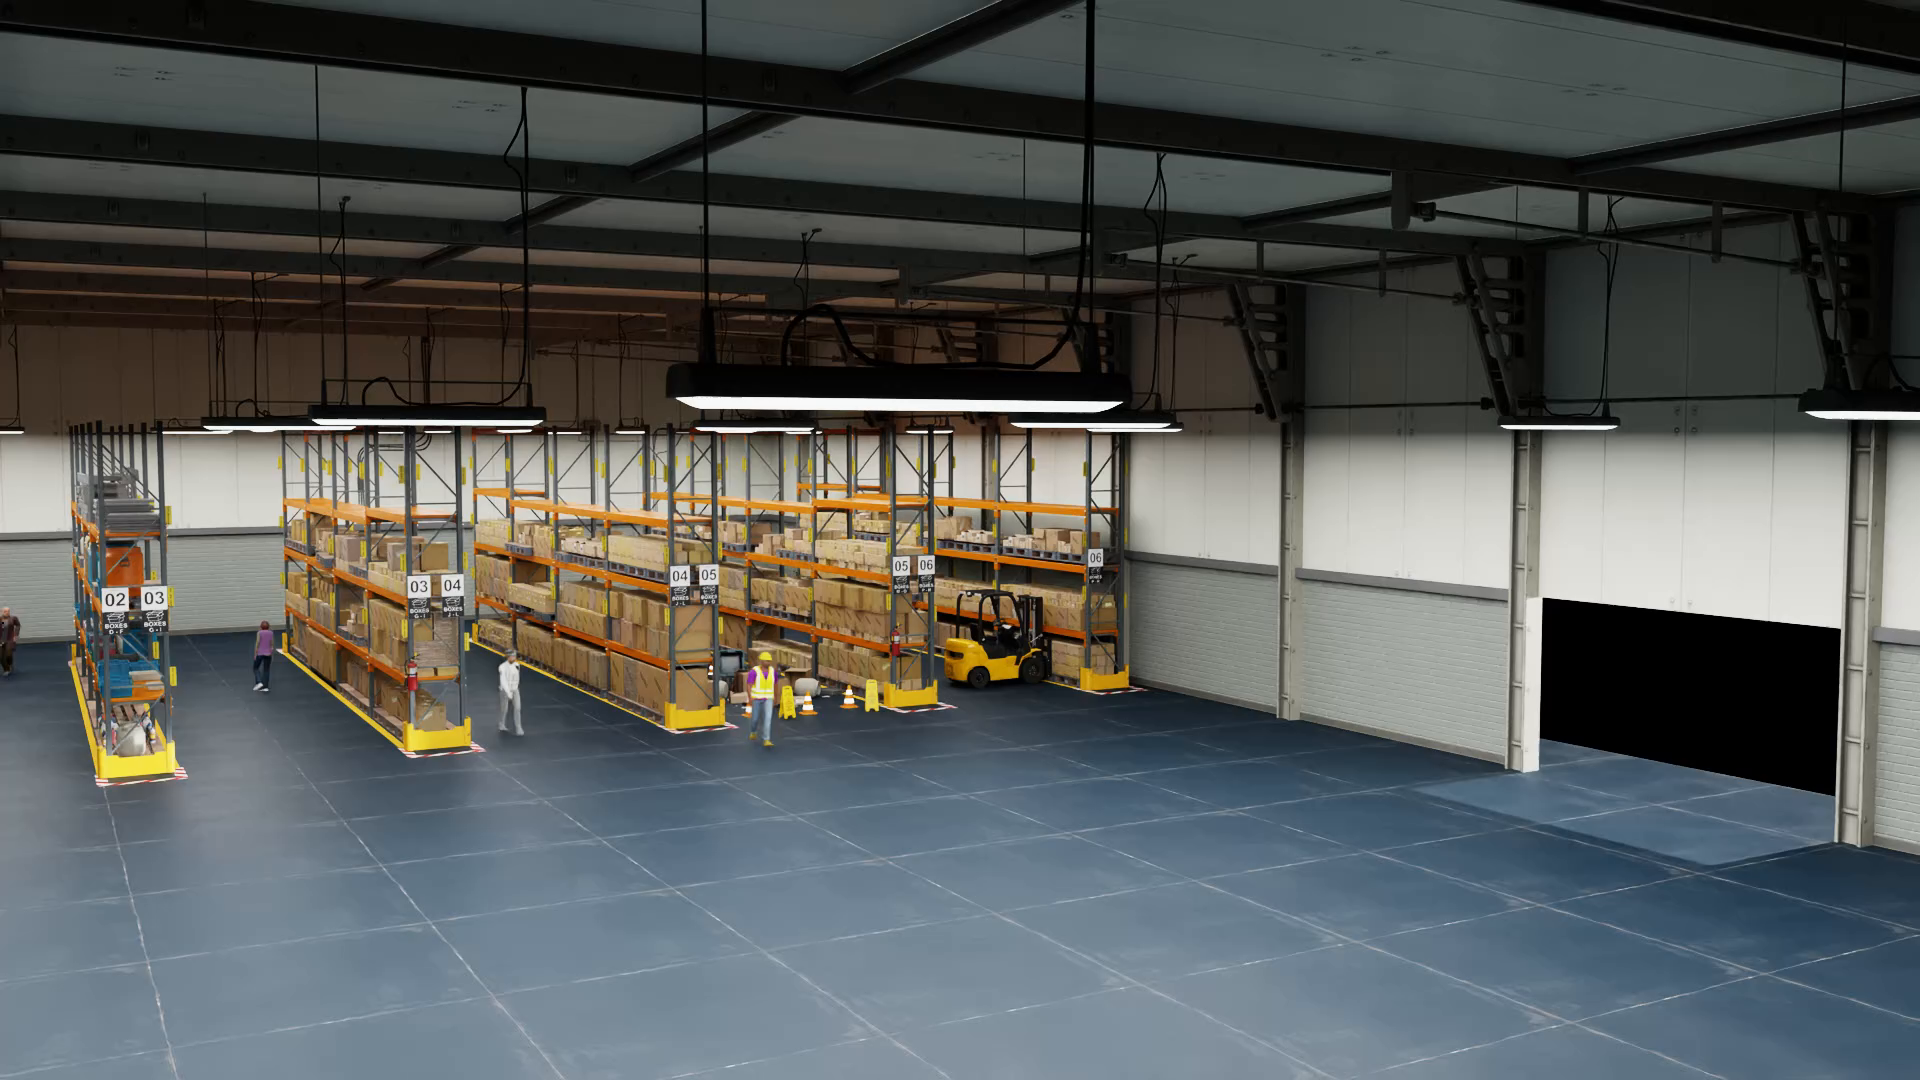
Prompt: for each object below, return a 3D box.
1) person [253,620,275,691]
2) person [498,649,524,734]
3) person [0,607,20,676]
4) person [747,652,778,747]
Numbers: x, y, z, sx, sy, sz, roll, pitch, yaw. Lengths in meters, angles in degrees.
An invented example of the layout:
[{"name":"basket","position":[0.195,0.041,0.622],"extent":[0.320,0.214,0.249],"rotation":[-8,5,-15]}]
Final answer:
[{"name":"person","position":[-15.676,2.608,37.428],"extent":[0.484,1.590,0.367],"rotation":[-3,4,-36]},{"name":"person","position":[-8.670,2.912,32.150],"extent":[0.467,1.615,0.935],"rotation":[-3,5,-41]},{"name":"person","position":[-22.932,2.476,39.898],"extent":[0.664,1.584,0.668],"rotation":[-1,4,-21]},{"name":"person","position":[-3.658,2.951,30.949],"extent":[0.658,1.730,0.982],"rotation":[-2,4,-26]}]
